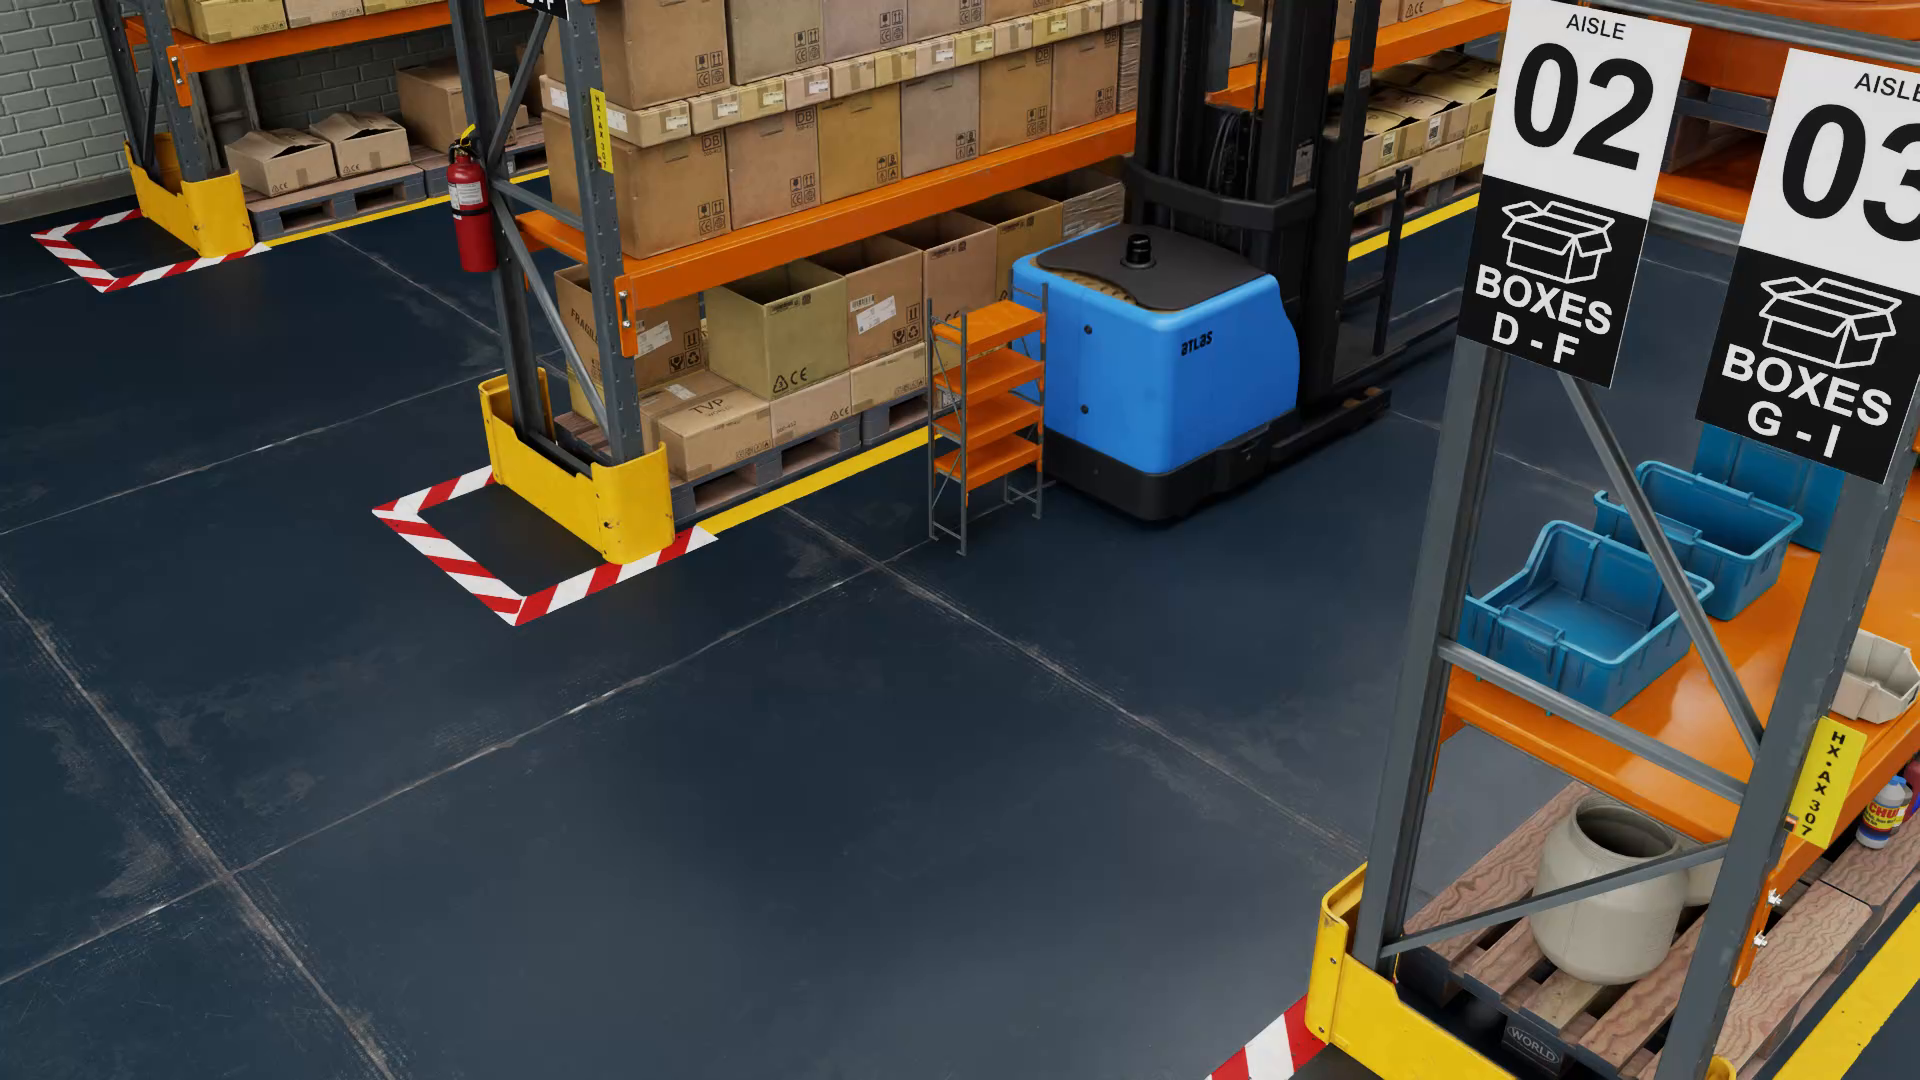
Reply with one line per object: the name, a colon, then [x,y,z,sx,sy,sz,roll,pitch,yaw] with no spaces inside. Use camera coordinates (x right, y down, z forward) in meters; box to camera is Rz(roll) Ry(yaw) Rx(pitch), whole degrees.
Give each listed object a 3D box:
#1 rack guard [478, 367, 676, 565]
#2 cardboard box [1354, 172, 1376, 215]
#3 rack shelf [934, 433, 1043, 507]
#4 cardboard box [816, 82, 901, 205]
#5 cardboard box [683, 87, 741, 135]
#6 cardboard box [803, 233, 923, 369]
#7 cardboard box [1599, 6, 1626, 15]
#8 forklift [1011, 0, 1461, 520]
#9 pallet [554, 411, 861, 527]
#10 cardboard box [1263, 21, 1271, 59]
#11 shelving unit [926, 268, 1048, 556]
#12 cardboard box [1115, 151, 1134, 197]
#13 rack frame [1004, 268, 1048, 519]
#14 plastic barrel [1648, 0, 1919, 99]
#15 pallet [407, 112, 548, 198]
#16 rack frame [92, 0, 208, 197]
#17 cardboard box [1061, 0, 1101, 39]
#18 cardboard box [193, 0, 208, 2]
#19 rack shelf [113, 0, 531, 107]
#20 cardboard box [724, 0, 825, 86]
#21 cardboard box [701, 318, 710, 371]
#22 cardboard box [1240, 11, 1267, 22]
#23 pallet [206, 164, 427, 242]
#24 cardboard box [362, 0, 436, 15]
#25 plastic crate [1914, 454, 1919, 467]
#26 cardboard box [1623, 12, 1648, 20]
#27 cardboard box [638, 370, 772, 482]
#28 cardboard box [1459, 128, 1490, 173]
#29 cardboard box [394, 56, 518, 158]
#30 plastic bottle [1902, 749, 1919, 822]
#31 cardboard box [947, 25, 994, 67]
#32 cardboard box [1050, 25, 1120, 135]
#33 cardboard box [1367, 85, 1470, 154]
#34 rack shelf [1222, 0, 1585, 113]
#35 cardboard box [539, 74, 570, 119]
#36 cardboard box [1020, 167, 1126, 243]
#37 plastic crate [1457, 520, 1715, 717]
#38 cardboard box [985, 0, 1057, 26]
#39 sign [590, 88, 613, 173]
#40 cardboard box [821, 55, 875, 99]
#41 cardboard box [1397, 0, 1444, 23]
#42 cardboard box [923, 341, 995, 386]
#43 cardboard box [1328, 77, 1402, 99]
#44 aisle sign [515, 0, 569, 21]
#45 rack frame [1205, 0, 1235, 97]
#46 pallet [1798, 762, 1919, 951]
rack guard: [-1.821,-0.371,7.877,0.348,0.500,1.175,-26,40,-35]
cardboard box: [2.347,-2.284,10.844,0.500,0.250,0.500,-27,41,-37]
rack shelf: [0.121,-0.344,7.672,0.480,0.148,0.258,-26,40,-35]
cardboard box: [-0.703,-2.011,8.067,0.500,0.500,0.700,-26,40,-35]
cardboard box: [-1.178,-1.916,7.291,0.250,0.149,0.380,-27,41,-37]
cardboard box: [-0.536,-1.237,8.412,0.500,0.500,0.500,-26,40,-35]
cardboard box: [4.968,-4.009,13.406,0.500,0.500,0.500,-27,41,-37]
forklift: [1.639,-1.999,8.210,3.031,2.935,1.130,-26,40,-36]
pallet: [-1.272,-0.543,8.436,1.213,0.211,1.003,-26,40,-35]
cardboard box: [1.918,-2.993,10.011,0.250,0.149,0.380,-26,40,-35]
shelving unit: [0.121,-0.571,7.533,0.503,1.200,0.258,-26,40,-35]
cardboard box: [1.231,-2.363,10.435,0.500,0.311,0.500,-26,40,-35]
rack frame: [0.300,-0.657,7.675,0.015,1.200,0.240,-26,40,-35]
plastic barrel: [1.831,-1.412,3.495,0.708,0.830,0.600,-26,40,-35]
pallet: [-3.605,-2.882,12.260,1.213,0.211,1.003,-26,40,-35]
rack frame: [-5.175,-3.339,10.335,0.127,3.000,1.000,-26,40,-35]
cardboard box: [0.511,-2.731,8.623,0.250,0.149,0.380,-26,40,-36]
cardboard box: [-4.620,-3.658,10.263,0.500,0.500,0.500,-26,40,-35]
rack shelf: [-3.708,-3.742,11.683,4.000,0.370,1.077,-26,40,-35]
cardboard box: [-1.032,-2.410,7.476,0.500,0.500,0.700,-27,41,-37]
cardboard box: [-1.253,-0.937,8.640,0.500,0.250,0.500,-26,40,-35]
cardboard box: [1.649,-3.189,10.219,0.258,0.266,0.396,-27,40,-37]
pallet: [-4.499,-2.451,11.556,1.213,0.211,1.003,-26,40,-35]
cardboard box: [-3.852,-3.703,11.056,0.500,0.250,0.500,-27,40,-36]
plastic crate: [3.307,-0.504,5.902,0.662,0.188,0.450,-26,40,-35]
cardboard box: [5.342,-3.820,13.097,0.500,0.500,0.500,-26,40,-36]
cardboard box: [-1.259,-0.557,8.018,0.500,0.250,0.500,-26,40,-35]
cardboard box: [3.467,-2.825,11.728,0.500,0.250,0.500,-26,40,-36]
cardboard box: [-3.616,-3.115,11.943,0.700,0.500,0.500,26,40,36]
plastic bottle: [3.281,0.825,5.708,0.133,0.283,0.061,-25,39,-35]
cardboard box: [-0.049,-2.460,8.180,0.250,0.149,0.380,-24,39,-34]
cardboard box: [0.426,-2.558,8.962,0.500,0.500,0.700,-26,40,-36]
cardboard box: [3.097,-2.884,11.286,0.500,0.311,0.500,-26,40,-36]
rack shelf: [2.596,-3.267,10.907,4.000,0.370,1.077,-26,40,-35]
cardboard box: [-1.653,-1.973,7.384,0.250,0.149,0.380,-27,40,-36]
cardboard box: [0.563,-1.769,9.283,0.500,0.500,0.500,-26,40,-35]
plastic crate: [1.725,0.222,4.654,0.616,0.251,0.499,-26,40,-35]
cardboard box: [0.071,-2.944,8.349,0.500,0.500,0.700,-26,40,-35]
sign: [-1.431,-1.634,6.641,0.005,0.325,0.100,-26,40,-35]
cardboard box: [-0.614,-2.189,7.736,0.250,0.149,0.380,-27,41,-37]
cardboard box: [2.843,-3.724,10.870,0.500,0.500,0.500,27,40,36]
cardboard box: [-0.158,-1.088,8.887,0.500,0.250,0.500,-26,40,-35]
cardboard box: [2.724,-3.085,11.616,0.500,0.311,0.500,-27,41,-37]
aisle sign: [-1.644,-2.414,6.331,0.004,0.787,0.394,-26,40,-35]
rack frame: [1.129,-2.864,9.559,0.127,3.000,1.000,-26,40,-35]
pallet: [3.079,0.879,6.111,1.213,0.211,1.003,-26,40,-35]
